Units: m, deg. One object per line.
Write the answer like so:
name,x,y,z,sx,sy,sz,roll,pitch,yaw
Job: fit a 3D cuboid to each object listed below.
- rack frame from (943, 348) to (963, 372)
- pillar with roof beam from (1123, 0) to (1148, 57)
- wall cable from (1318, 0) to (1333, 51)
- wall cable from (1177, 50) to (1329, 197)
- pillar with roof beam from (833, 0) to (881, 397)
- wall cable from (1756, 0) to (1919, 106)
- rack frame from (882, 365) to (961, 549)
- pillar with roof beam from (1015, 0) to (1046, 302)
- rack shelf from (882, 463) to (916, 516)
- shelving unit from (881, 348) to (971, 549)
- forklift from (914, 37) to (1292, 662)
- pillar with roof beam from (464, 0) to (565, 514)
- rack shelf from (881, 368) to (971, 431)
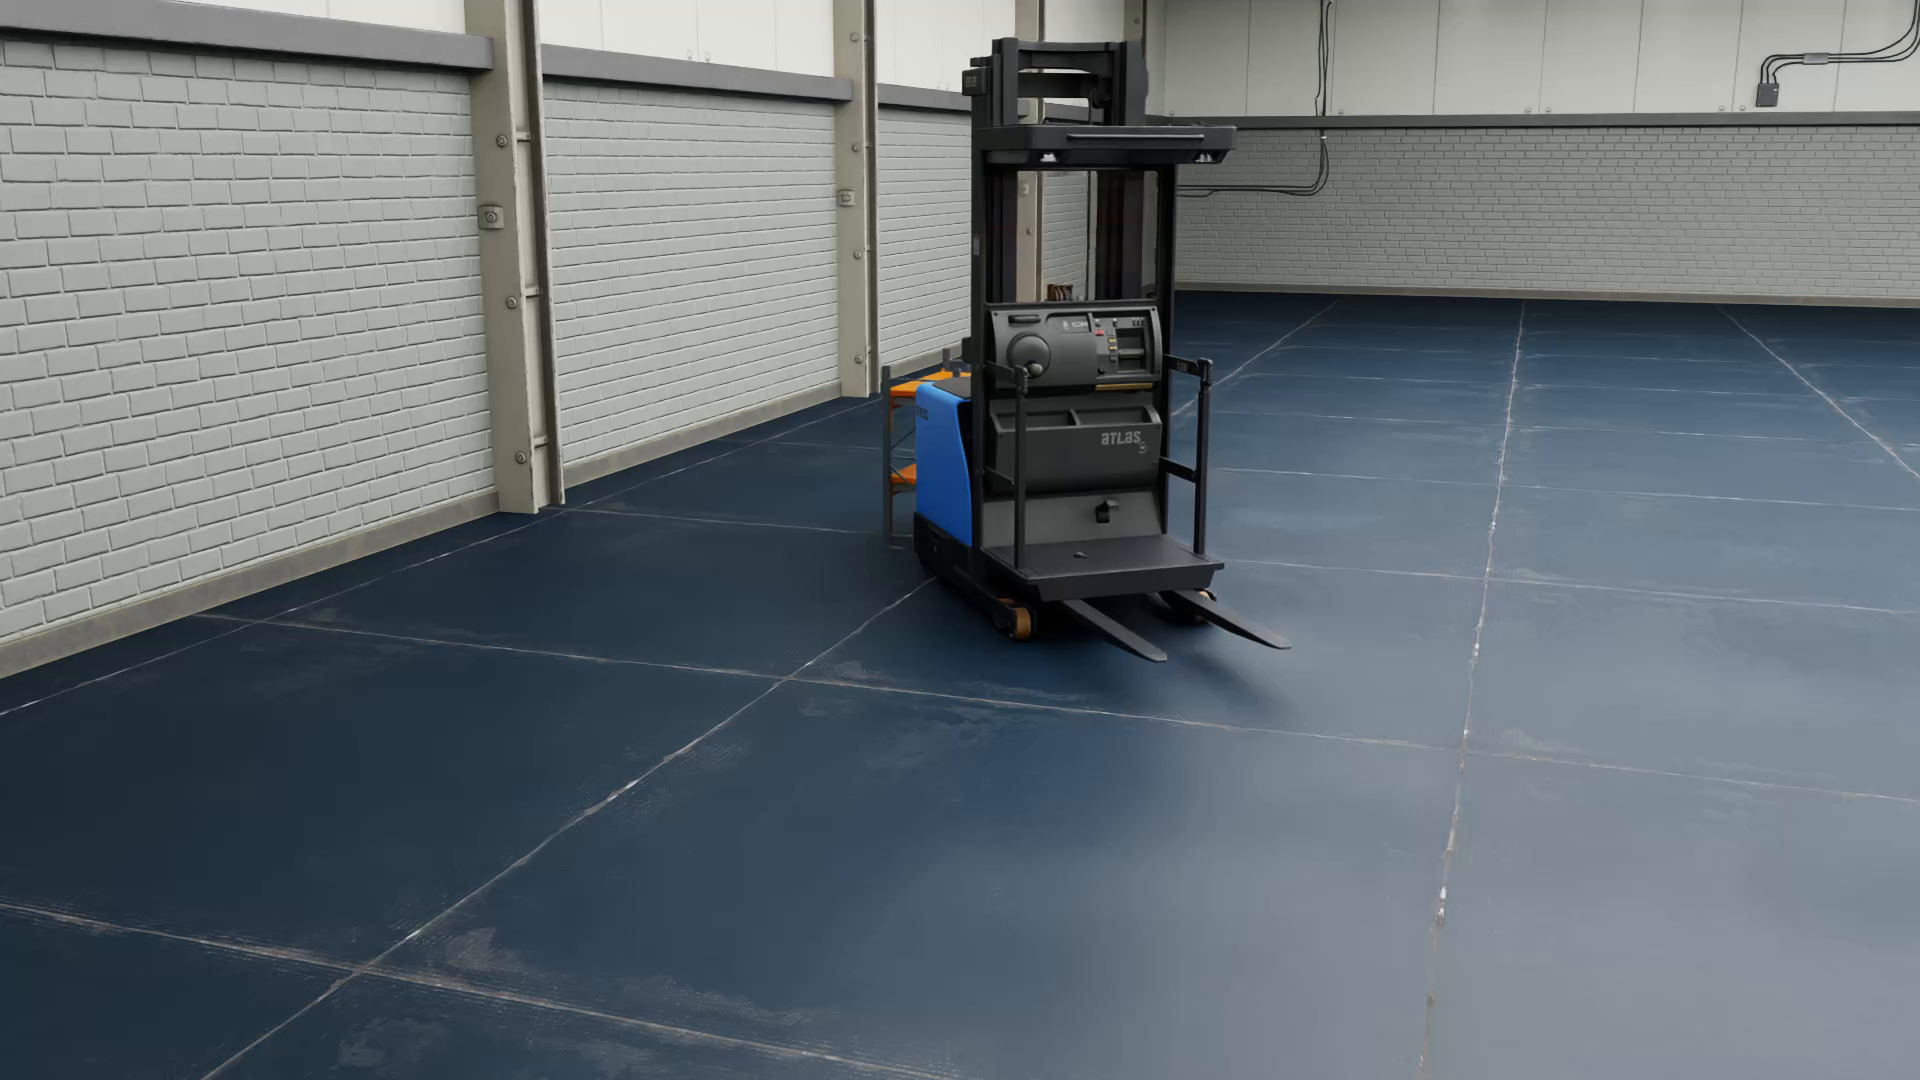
rack frame,0.124,-0.699,11.023,0.500,1.125,0.032,5,14,20
pillar with roof beam,6.931,-8.097,25.738,9.100,9.000,0.400,4,14,18
wall cable,7.621,-9.685,28.327,3.097,2.526,0.112,4,14,18
wall cable,5.062,-7.418,29.742,3.097,2.526,0.112,4,14,18
pillar with roof beam,3.048,-5.570,14.668,9.100,9.000,0.400,4,14,18
wall cable,14.039,-9.903,26.009,2.305,6.003,0.169,4,14,18
rack frame,-0.232,-0.487,10.095,0.500,1.125,0.032,5,14,20
pillar with roof beam,4.989,-6.833,20.203,9.100,9.000,0.400,4,14,18
rack shelf,-0.054,-0.355,10.613,0.538,0.278,1.000,5,14,20
shelving unit,-0.054,-0.593,10.559,0.538,1.125,1.048,5,14,20
forklift,0.678,-1.031,8.416,1.130,2.935,3.031,-4,14,-18
pillar with roof beam,1.107,-4.307,9.133,9.100,9.000,0.400,4,14,18
rack shelf,-0.054,-0.879,10.494,0.538,0.278,1.000,5,14,20
